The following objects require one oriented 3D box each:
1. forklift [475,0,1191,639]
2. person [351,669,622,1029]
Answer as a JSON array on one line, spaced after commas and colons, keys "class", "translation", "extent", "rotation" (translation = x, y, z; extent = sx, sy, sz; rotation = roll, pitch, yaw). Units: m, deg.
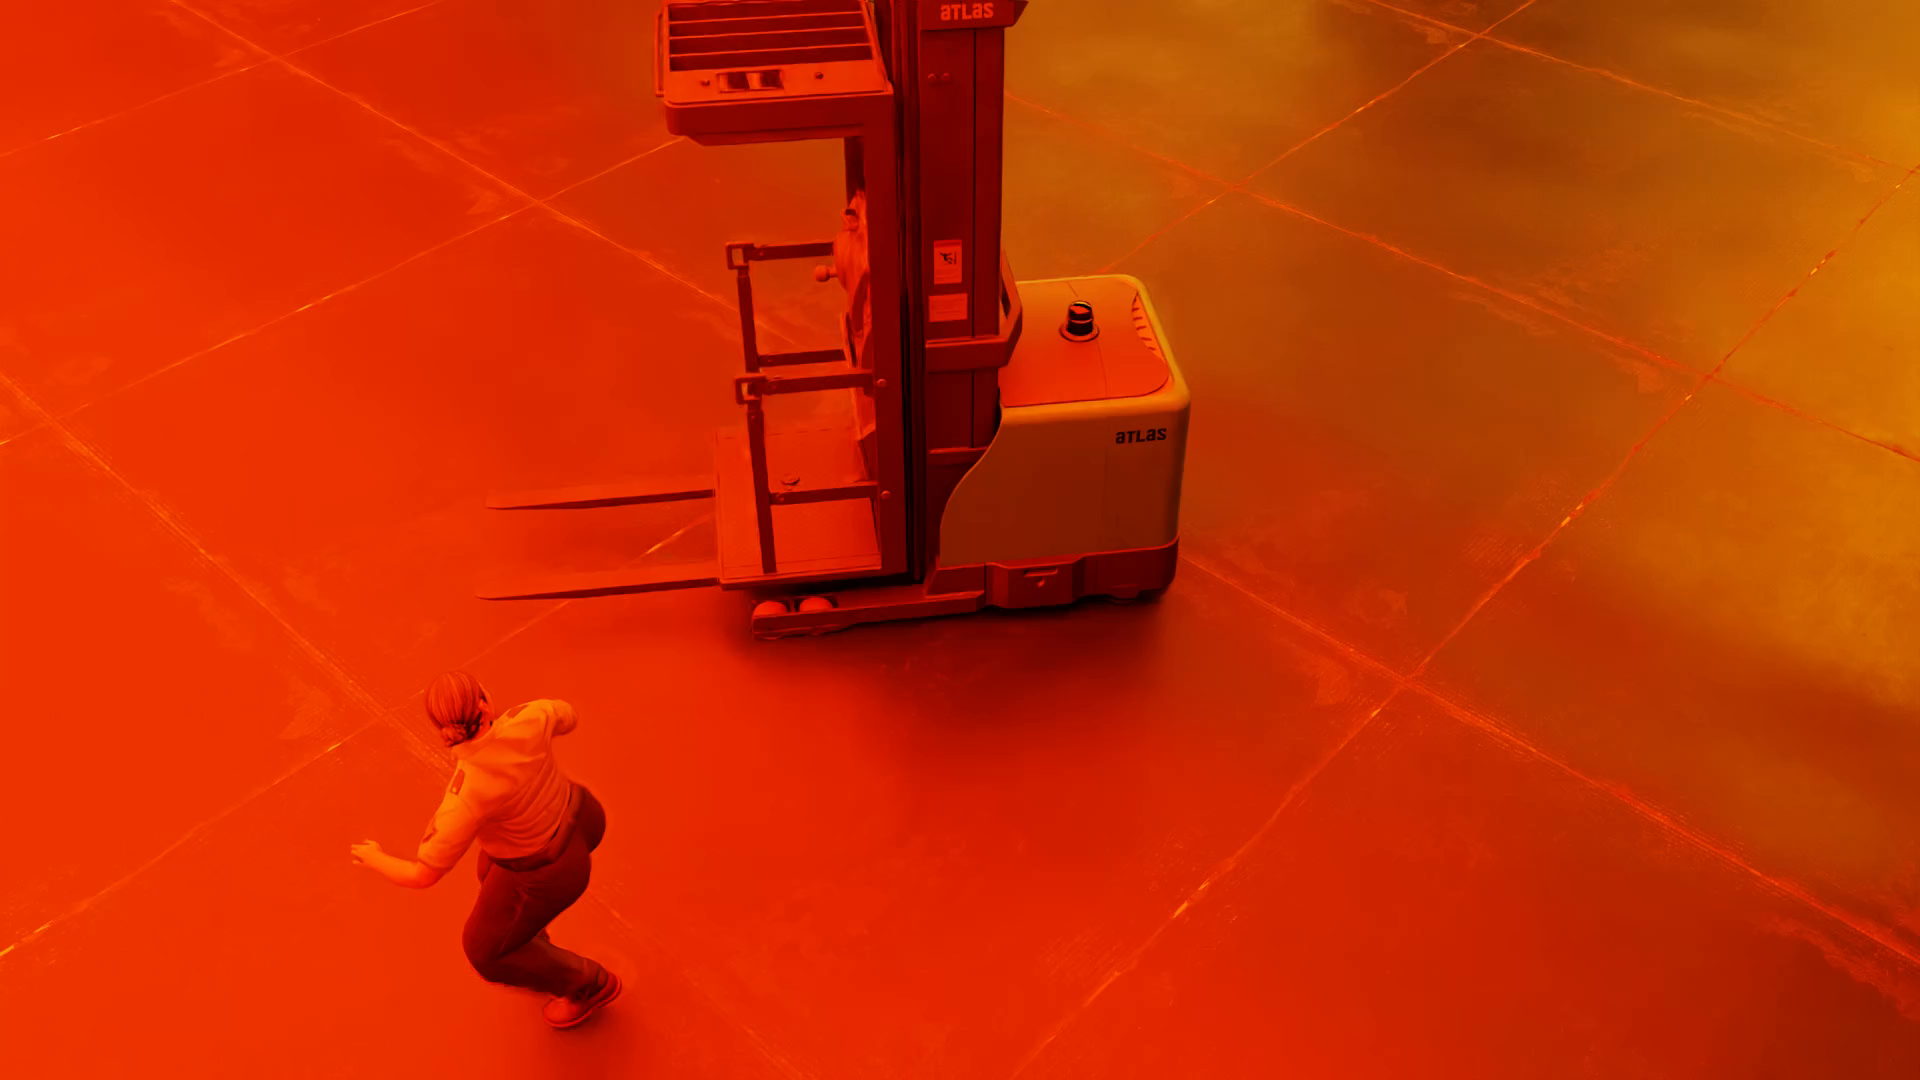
[{"class": "forklift", "translation": [-0.605, -1.052, 6.655], "extent": [3.031, 2.935, 1.130], "rotation": [-5, 41, -6]}, {"class": "person", "translation": [-1.515, 0.961, 5.377], "extent": [0.732, 1.541, 0.779], "rotation": [6, 41, 7]}]
